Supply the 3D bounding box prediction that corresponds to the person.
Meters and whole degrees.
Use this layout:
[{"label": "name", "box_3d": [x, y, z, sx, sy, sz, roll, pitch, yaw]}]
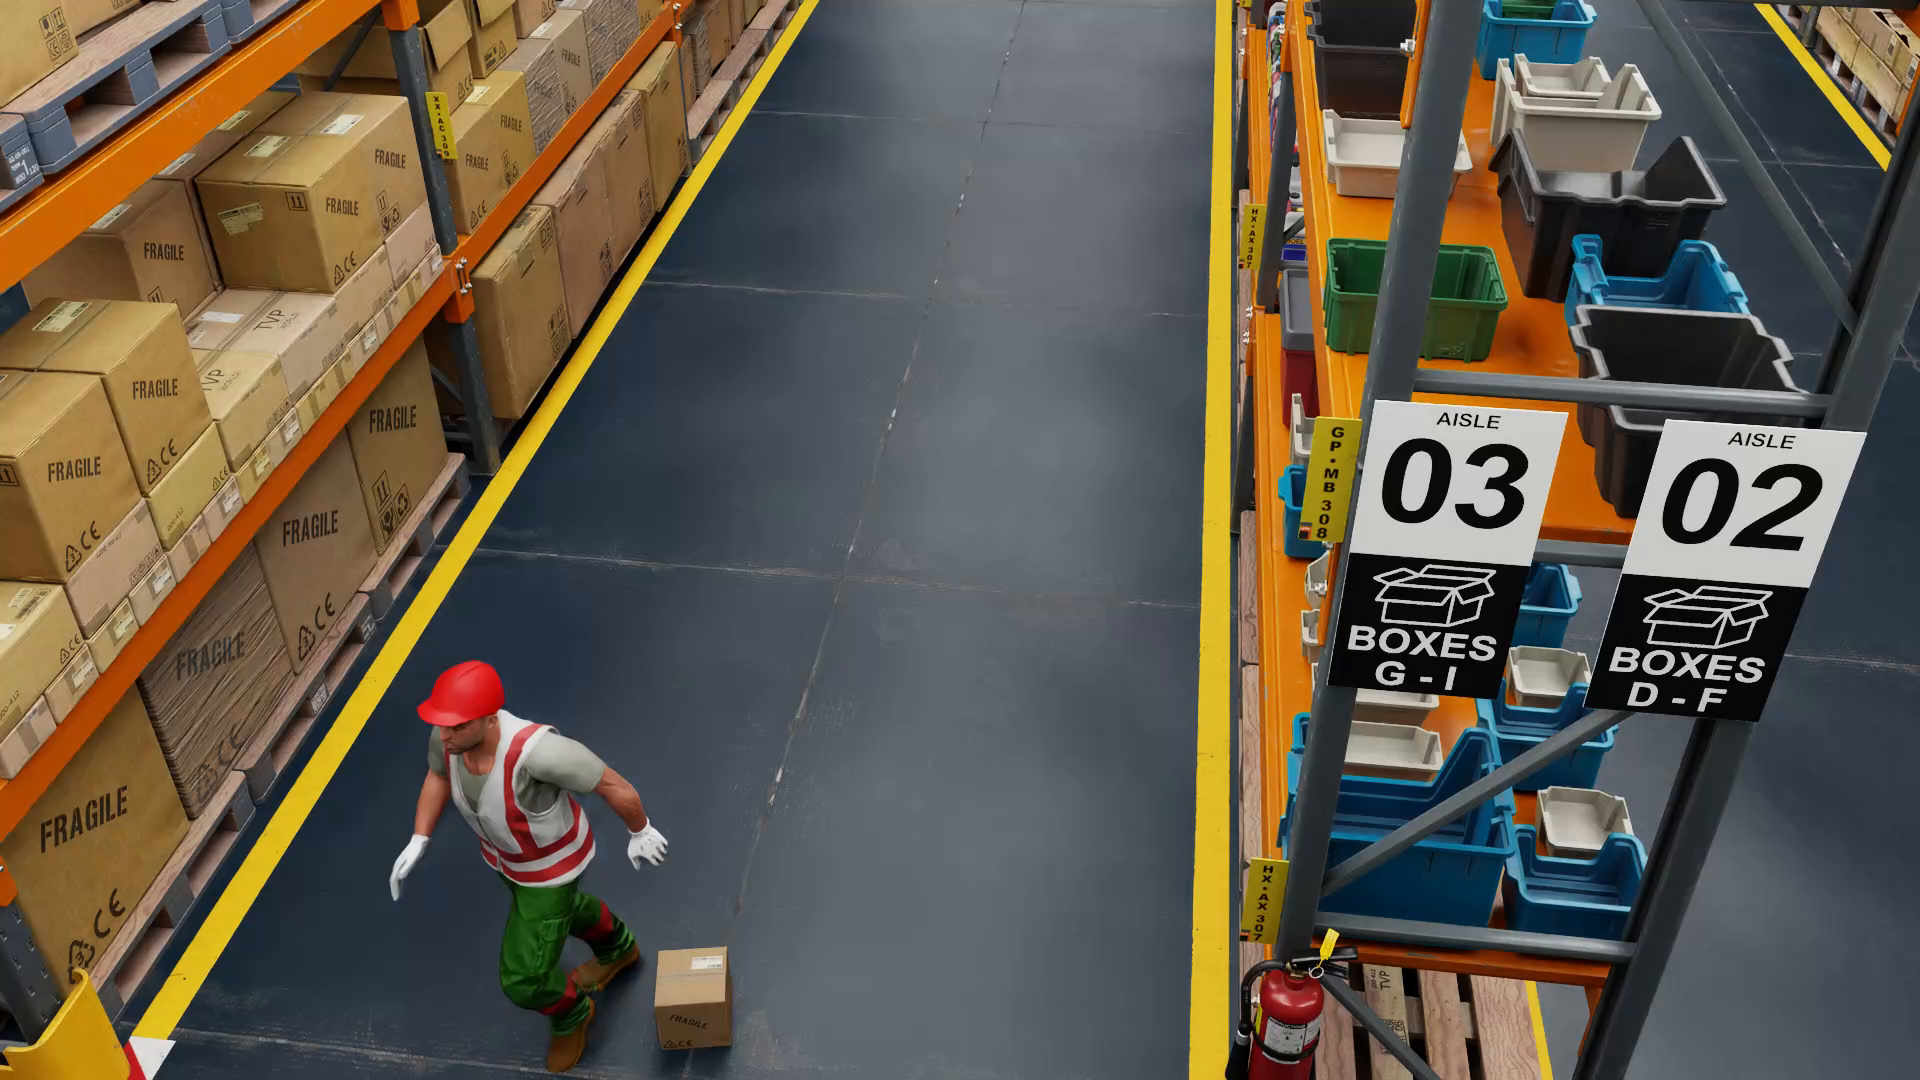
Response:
[{"label": "person", "box_3d": [-1.438, 1.091, 5.570, 0.713, 1.797, 0.800, 25, 43, 30]}]
